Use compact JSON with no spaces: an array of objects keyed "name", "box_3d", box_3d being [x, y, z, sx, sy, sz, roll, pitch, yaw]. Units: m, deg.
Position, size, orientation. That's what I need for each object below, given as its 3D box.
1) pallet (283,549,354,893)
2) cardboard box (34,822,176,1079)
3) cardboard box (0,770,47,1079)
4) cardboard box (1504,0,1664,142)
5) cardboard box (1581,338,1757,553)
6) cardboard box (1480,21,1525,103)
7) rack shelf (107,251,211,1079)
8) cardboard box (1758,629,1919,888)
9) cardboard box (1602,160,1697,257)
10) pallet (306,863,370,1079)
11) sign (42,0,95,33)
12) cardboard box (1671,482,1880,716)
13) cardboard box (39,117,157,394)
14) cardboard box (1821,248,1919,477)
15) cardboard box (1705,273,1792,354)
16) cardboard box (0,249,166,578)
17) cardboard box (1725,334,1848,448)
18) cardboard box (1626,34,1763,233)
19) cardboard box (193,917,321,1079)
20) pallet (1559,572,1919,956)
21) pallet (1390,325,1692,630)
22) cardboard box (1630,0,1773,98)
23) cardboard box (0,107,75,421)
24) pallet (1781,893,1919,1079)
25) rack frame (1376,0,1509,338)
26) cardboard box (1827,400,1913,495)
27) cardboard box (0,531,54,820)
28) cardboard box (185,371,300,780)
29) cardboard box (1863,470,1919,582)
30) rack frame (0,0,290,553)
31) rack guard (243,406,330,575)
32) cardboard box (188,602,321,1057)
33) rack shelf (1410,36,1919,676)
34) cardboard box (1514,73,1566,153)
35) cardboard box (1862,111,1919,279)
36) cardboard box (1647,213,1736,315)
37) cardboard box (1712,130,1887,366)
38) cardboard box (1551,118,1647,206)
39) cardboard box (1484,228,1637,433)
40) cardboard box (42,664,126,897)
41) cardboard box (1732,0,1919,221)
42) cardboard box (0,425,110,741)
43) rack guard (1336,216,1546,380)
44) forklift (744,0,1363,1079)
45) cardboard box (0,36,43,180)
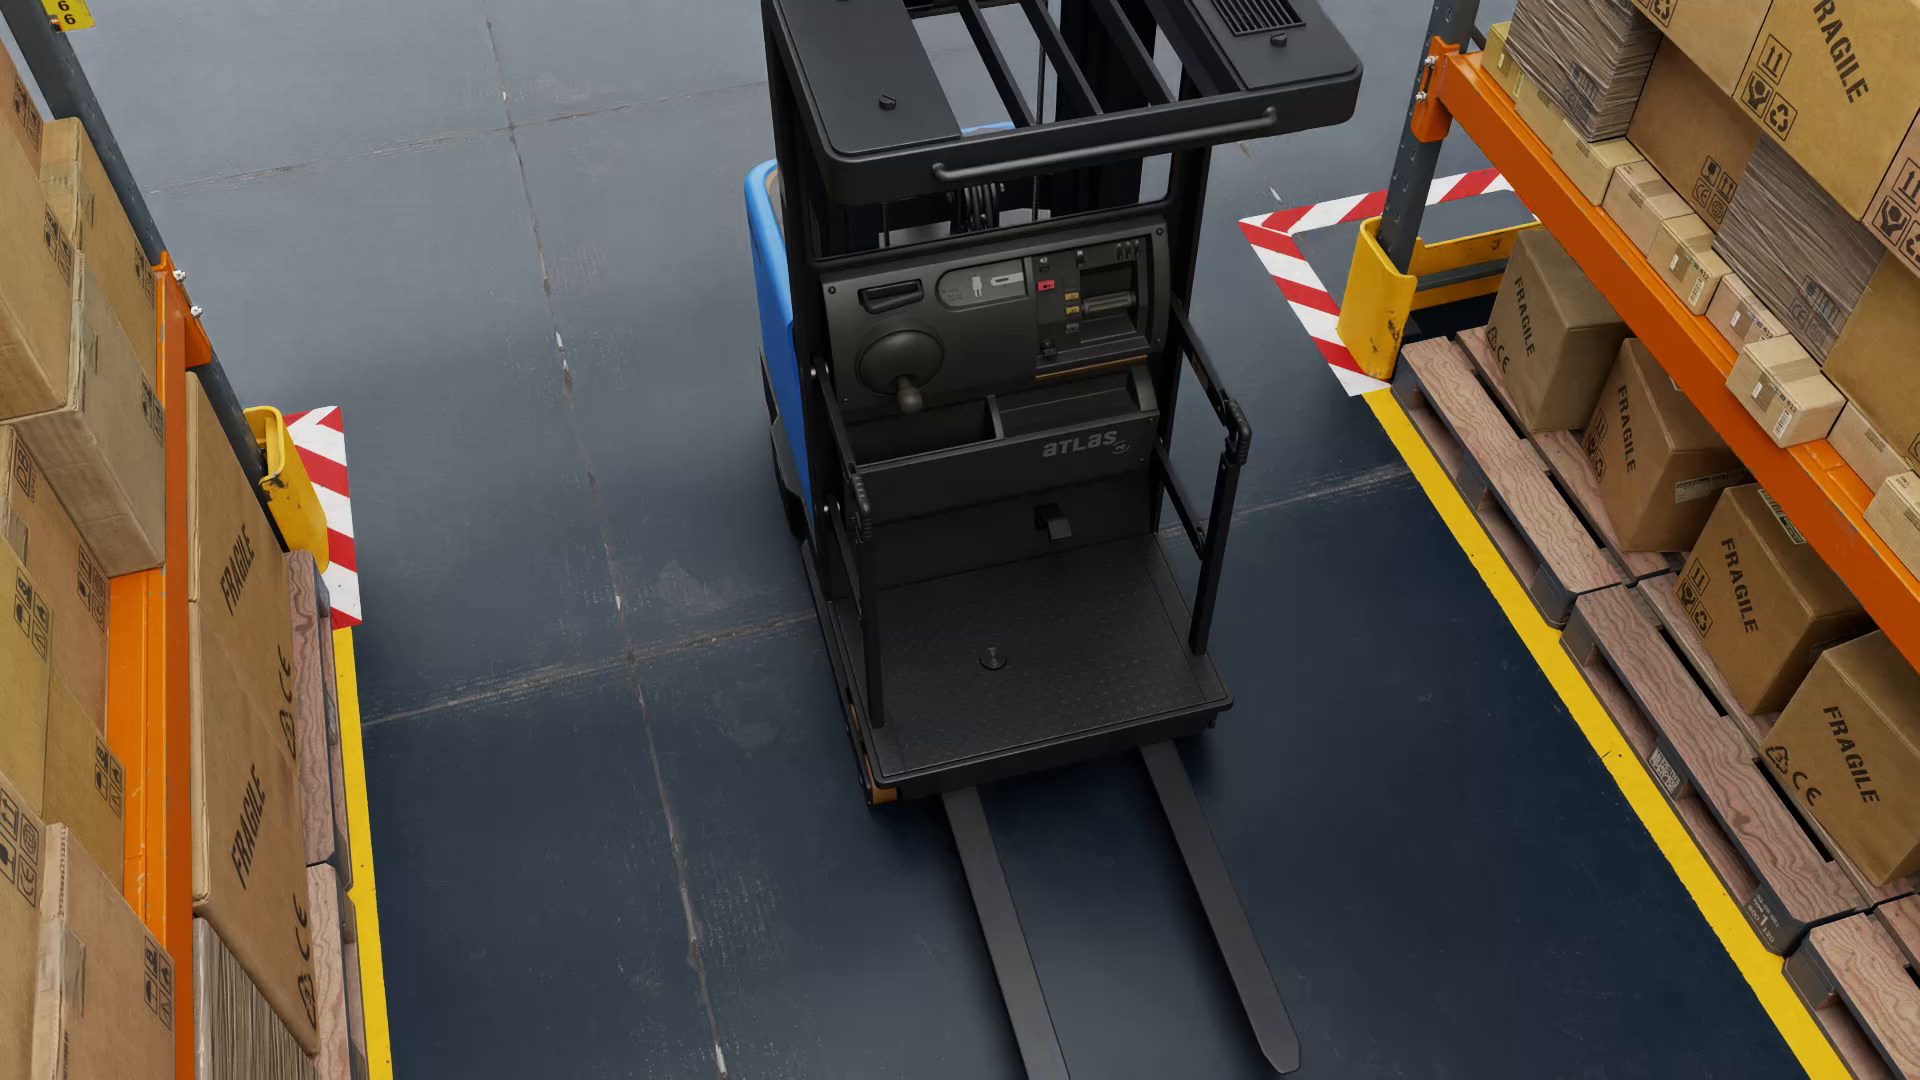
[{"name":"pallet","box_3d":[-2.430,0.642,5.071,1.003,0.211,1.213,-13,51,-11]},{"name":"cardboard box","box_3d":[-1.910,0.966,2.876,0.875,0.550,0.550,-13,51,-11]},{"name":"cardboard box","box_3d":[-1.936,0.624,2.458,0.875,0.550,0.550,-13,51,-11]},{"name":"cardboard box","box_3d":[2.163,-1.591,4.869,0.875,0.500,0.500,-13,51,-11]},{"name":"cardboard box","box_3d":[2.405,-0.311,5.411,0.500,0.500,0.500,-2,50,-1]},{"name":"cardboard box","box_3d":[1.884,-1.527,5.240,0.380,0.149,0.250,-13,51,-11]},{"name":"rack shelf","box_3d":[-2.150,0.870,3.525,1.077,0.370,4.000,-13,51,-11]},{"name":"cardboard box","box_3d":[2.695,0.568,4.670,0.500,0.500,0.500,-17,52,-14]},{"name":"cardboard box","box_3d":[2.093,-0.977,4.776,0.380,0.149,0.250,-13,51,-11]},{"name":"pallet","box_3d":[-2.073,1.532,4.321,1.003,0.211,1.213,-13,51,-11]},{"name":"sign","box_3d":[-2.219,-1.385,4.043,0.100,0.325,0.005,-13,51,-11]},{"name":"cardboard box","box_3d":[2.572,0.150,5.022,0.500,0.500,0.500,-9,50,-8]},{"name":"cardboard box","box_3d":[-2.588,-0.610,4.205,0.875,0.550,0.550,-13,51,-11]},{"name":"cardboard box","box_3d":[2.669,-0.510,3.958,0.875,0.500,0.500,-13,51,-11]},{"name":"cardboard box","box_3d":[2.260,-0.616,4.472,0.380,0.149,0.250,-13,51,-11]},{"name":"cardboard box","box_3d":[-2.404,-0.214,3.870,0.875,0.550,0.550,-13,51,-11]},{"name":"cardboard box","box_3d":[2.235,-0.410,4.298,0.380,0.149,0.250,-13,51,-11]},{"name":"cardboard box","box_3d":[2.426,-1.253,4.584,0.875,0.500,0.500,-13,51,-11]},{"name":"cardboard box","box_3d":[-1.947,1.515,3.626,0.875,0.875,0.875,-13,51,-11]},{"name":"pallet","box_3d":[2.613,0.575,5.127,1.003,0.211,1.213,-13,51,-11]},{"name":"pallet","box_3d":[2.256,-0.315,5.877,1.003,0.211,1.213,-13,51,-11]},{"name":"cardboard box","box_3d":[2.071,-1.491,4.131,0.500,0.500,0.500,-13,51,-11]},{"name":"cardboard box","box_3d":[-2.417,-0.559,3.455,0.875,0.550,0.550,-13,51,-11]},{"name":"pallet","box_3d":[2.978,1.467,4.375,1.003,0.211,1.213,-13,51,-11]},{"name":"rack frame","box_3d":[2.027,-1.870,5.365,1.000,3.000,0.127,-13,51,-11]},{"name":"cardboard box","box_3d":[2.435,-0.257,4.169,0.380,0.149,0.250,-13,51,-11]},{"name":"cardboard box","box_3d":[-2.101,0.239,2.782,0.875,0.550,0.500,-13,51,-11]},{"name":"cardboard box","box_3d":[-2.477,0.207,4.729,0.875,0.875,0.875,-13,51,-11]},{"name":"cardboard box","box_3d":[2.436,-0.057,4.001,0.380,0.149,0.250,-13,51,-11]},{"name":"rack frame","box_3d":[-2.741,-0.823,4.482,1.000,3.000,0.127,-13,51,-11]},{"name":"rack guard","box_3d":[-2.748,-0.035,5.452,1.175,0.500,0.348,-13,51,-11]},{"name":"cardboard box","box_3d":[-2.215,0.849,4.187,0.875,0.875,0.875,-14,51,-12]},{"name":"rack shelf","box_3d":[2.619,-0.178,4.409,1.077,0.370,4.000,-13,51,-11]},{"name":"cardboard box","box_3d":[1.939,-1.340,5.082,0.380,0.149,0.250,-13,51,-11]},{"name":"cardboard box","box_3d":[2.373,-0.762,3.517,0.500,0.500,0.500,-13,51,-11]},{"name":"cardboard box","box_3d":[2.160,-0.792,4.620,0.380,0.149,0.250,-13,51,-11]},{"name":"cardboard box","box_3d":[2.533,-0.878,4.268,0.875,0.500,0.500,-13,51,-11]},{"name":"cardboard box","box_3d":[1.999,-1.154,4.926,0.380,0.149,0.250,-13,51,-11]},{"name":"cardboard box","box_3d":[2.196,-0.740,5.772,0.500,0.500,0.500,-5,50,-4]},{"name":"cardboard box","box_3d":[-2.163,0.602,3.183,0.875,0.550,0.500,-13,51,-11]},{"name":"cardboard box","box_3d":[2.220,-1.126,3.823,0.500,0.500,0.500,-13,51,-11]},{"name":"cardboard box","box_3d":[-2.359,0.224,3.501,0.875,0.550,0.550,-13,51,-11]},{"name":"rack guard","box_3d":[2.050,-1.009,6.274,1.175,0.500,0.348,-13,51,-11]},{"name":"forklift","box_3d":[0.164,-0.482,4.240,1.130,2.935,3.031,-12,51,-10]},{"name":"cardboard box","box_3d":[-2.668,-0.939,3.776,0.875,0.550,0.550,-13,51,-11]}]
